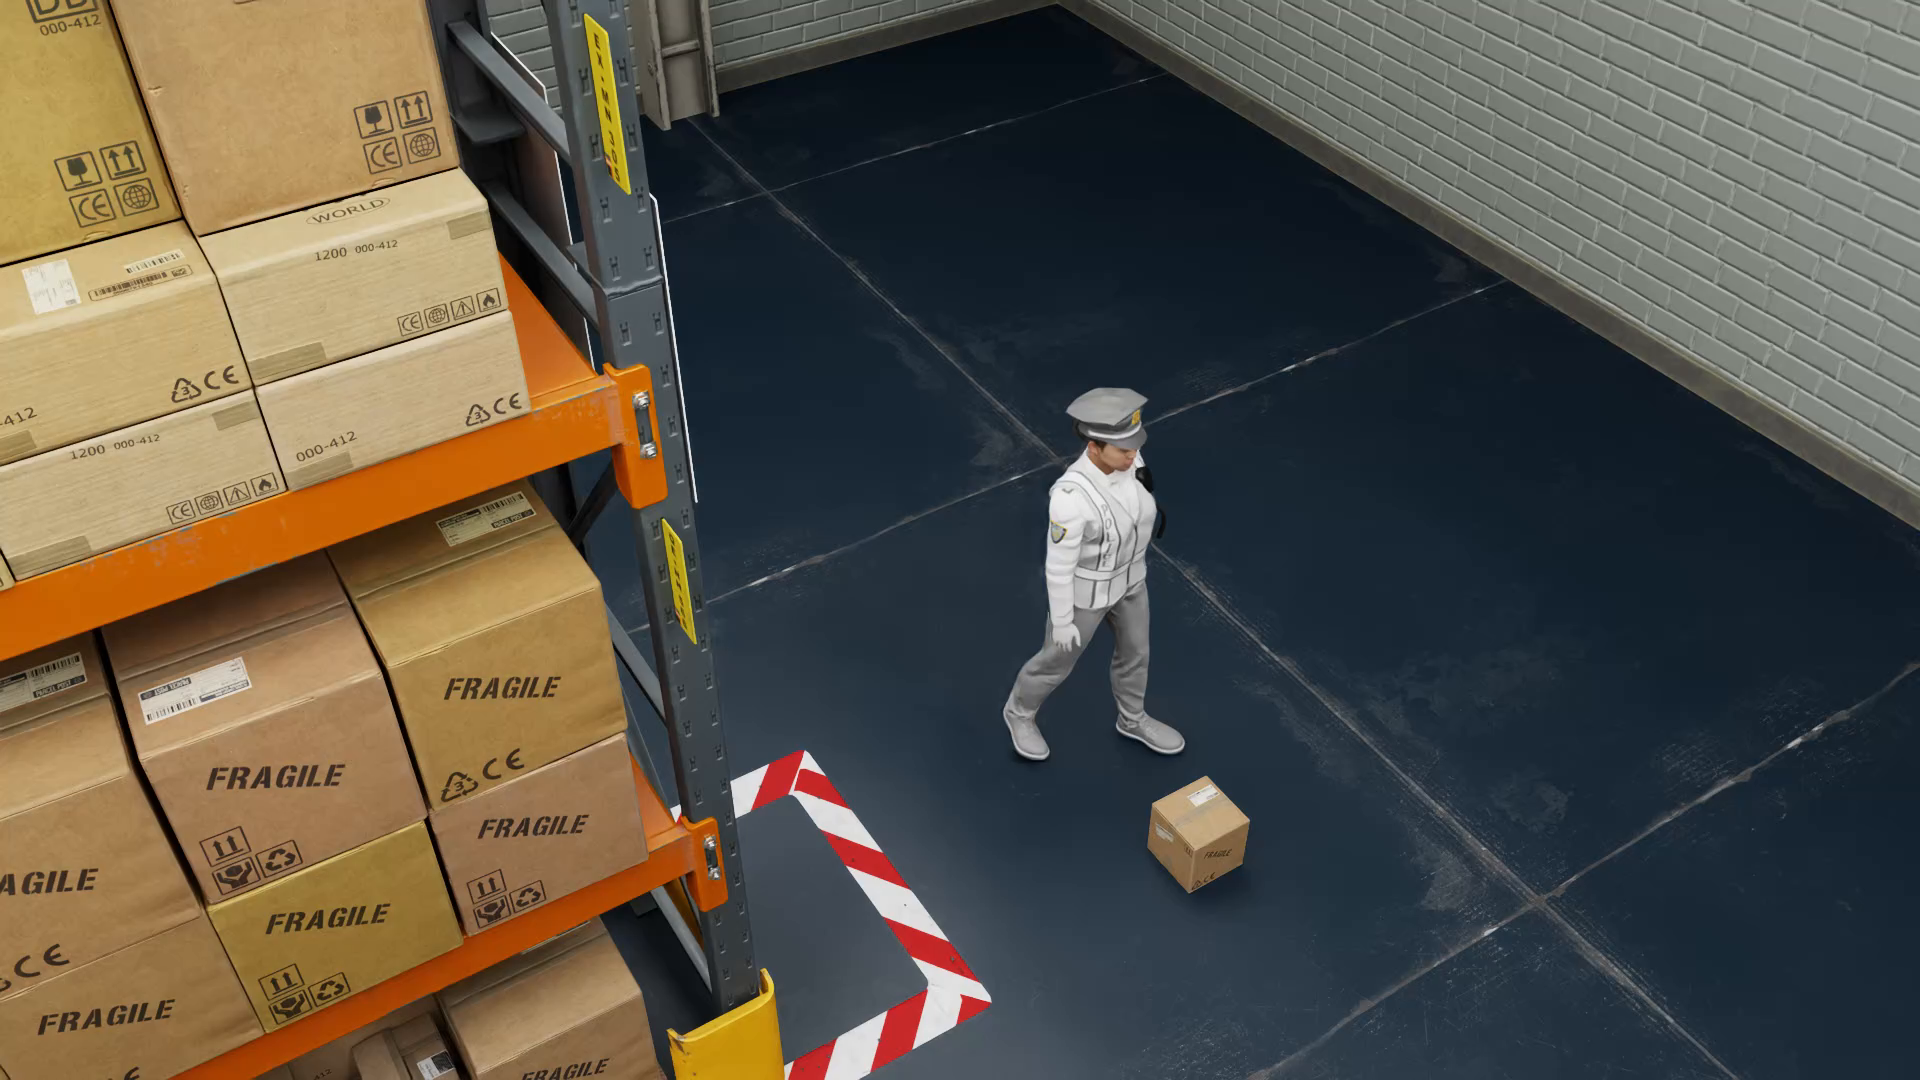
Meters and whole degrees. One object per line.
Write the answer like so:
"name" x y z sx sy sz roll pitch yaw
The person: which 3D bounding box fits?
"person" 0.490 0.160 5.939 0.639 1.664 0.522 30 49 30
